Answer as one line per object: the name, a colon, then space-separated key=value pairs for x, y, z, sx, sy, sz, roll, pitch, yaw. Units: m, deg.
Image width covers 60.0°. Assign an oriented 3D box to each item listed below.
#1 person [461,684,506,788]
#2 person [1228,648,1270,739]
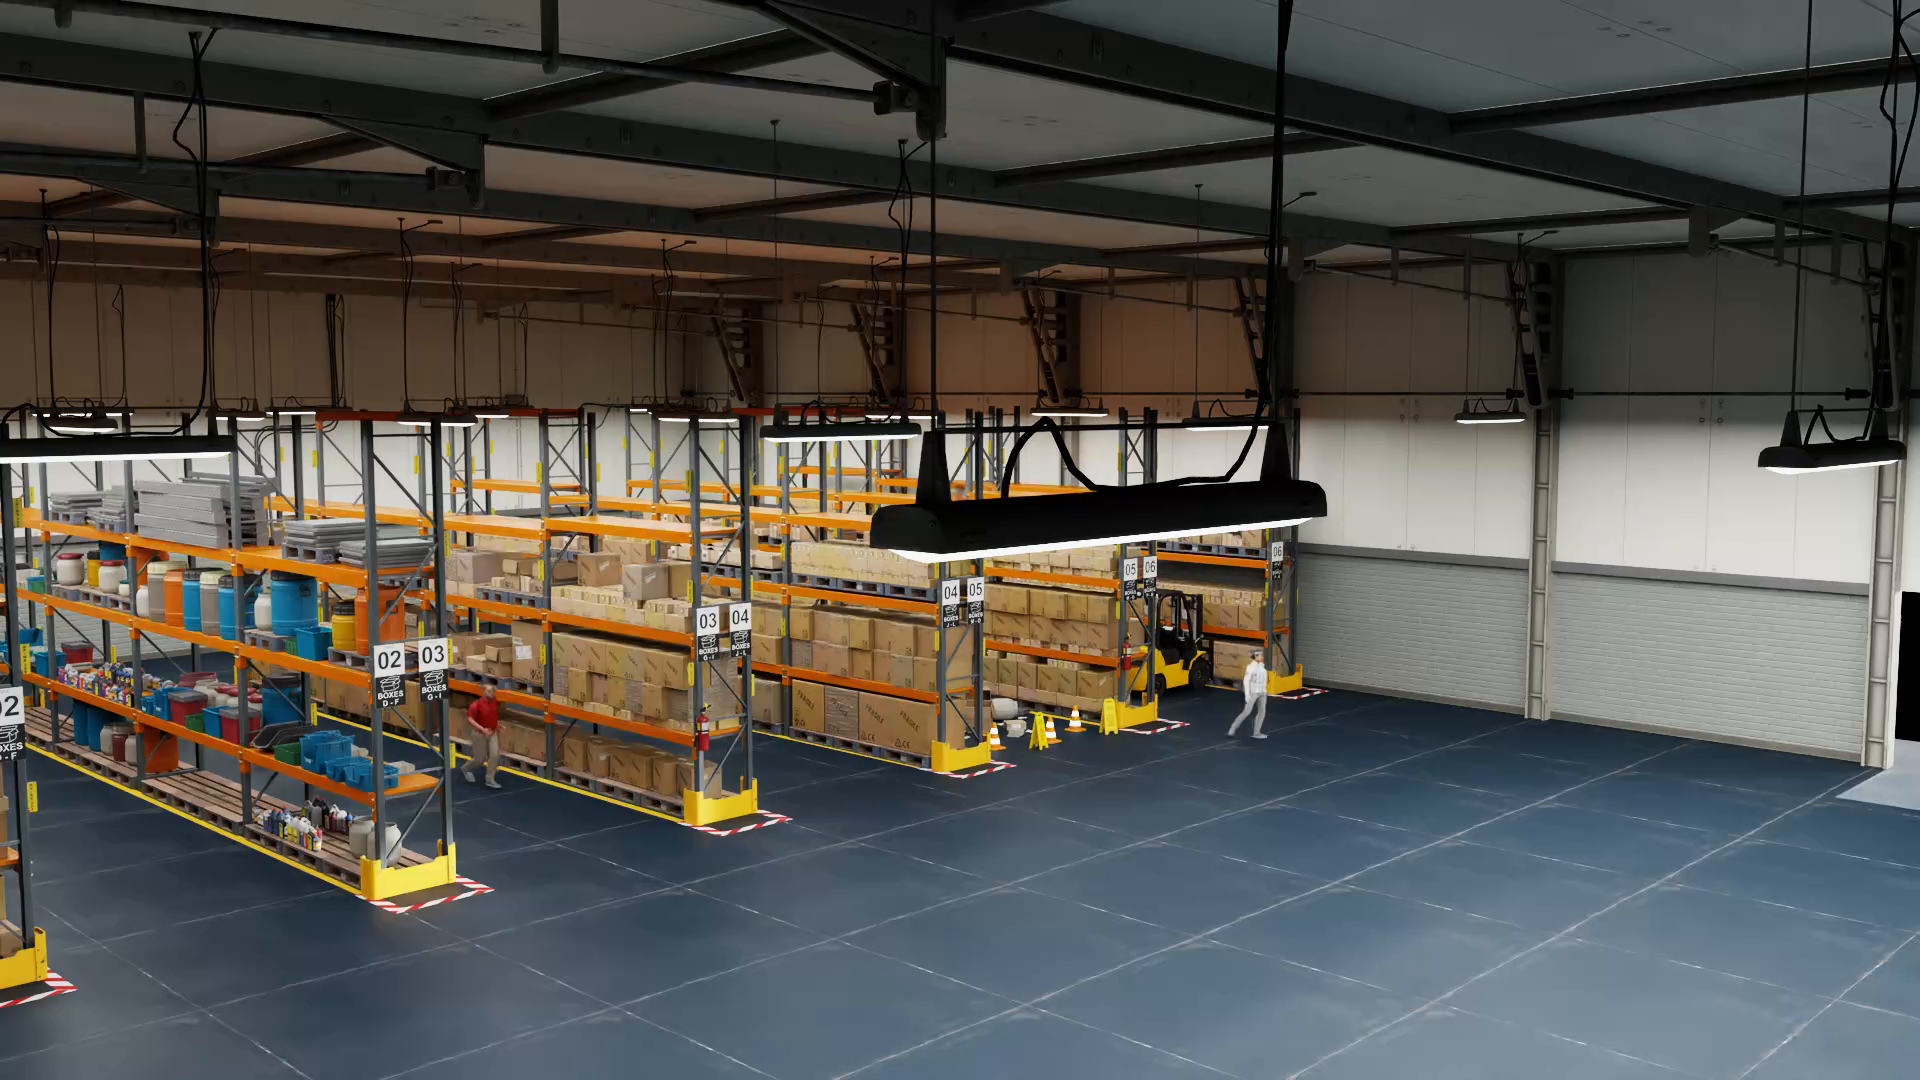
person: x=-7.708 y=3.133 z=26.753 sx=0.811 sy=1.684 sz=0.661 roll=4 pitch=6 yaw=37
person: x=5.308 y=2.807 z=30.486 sx=0.697 sy=1.667 sz=0.590 roll=-4 pitch=7 yaw=-41
